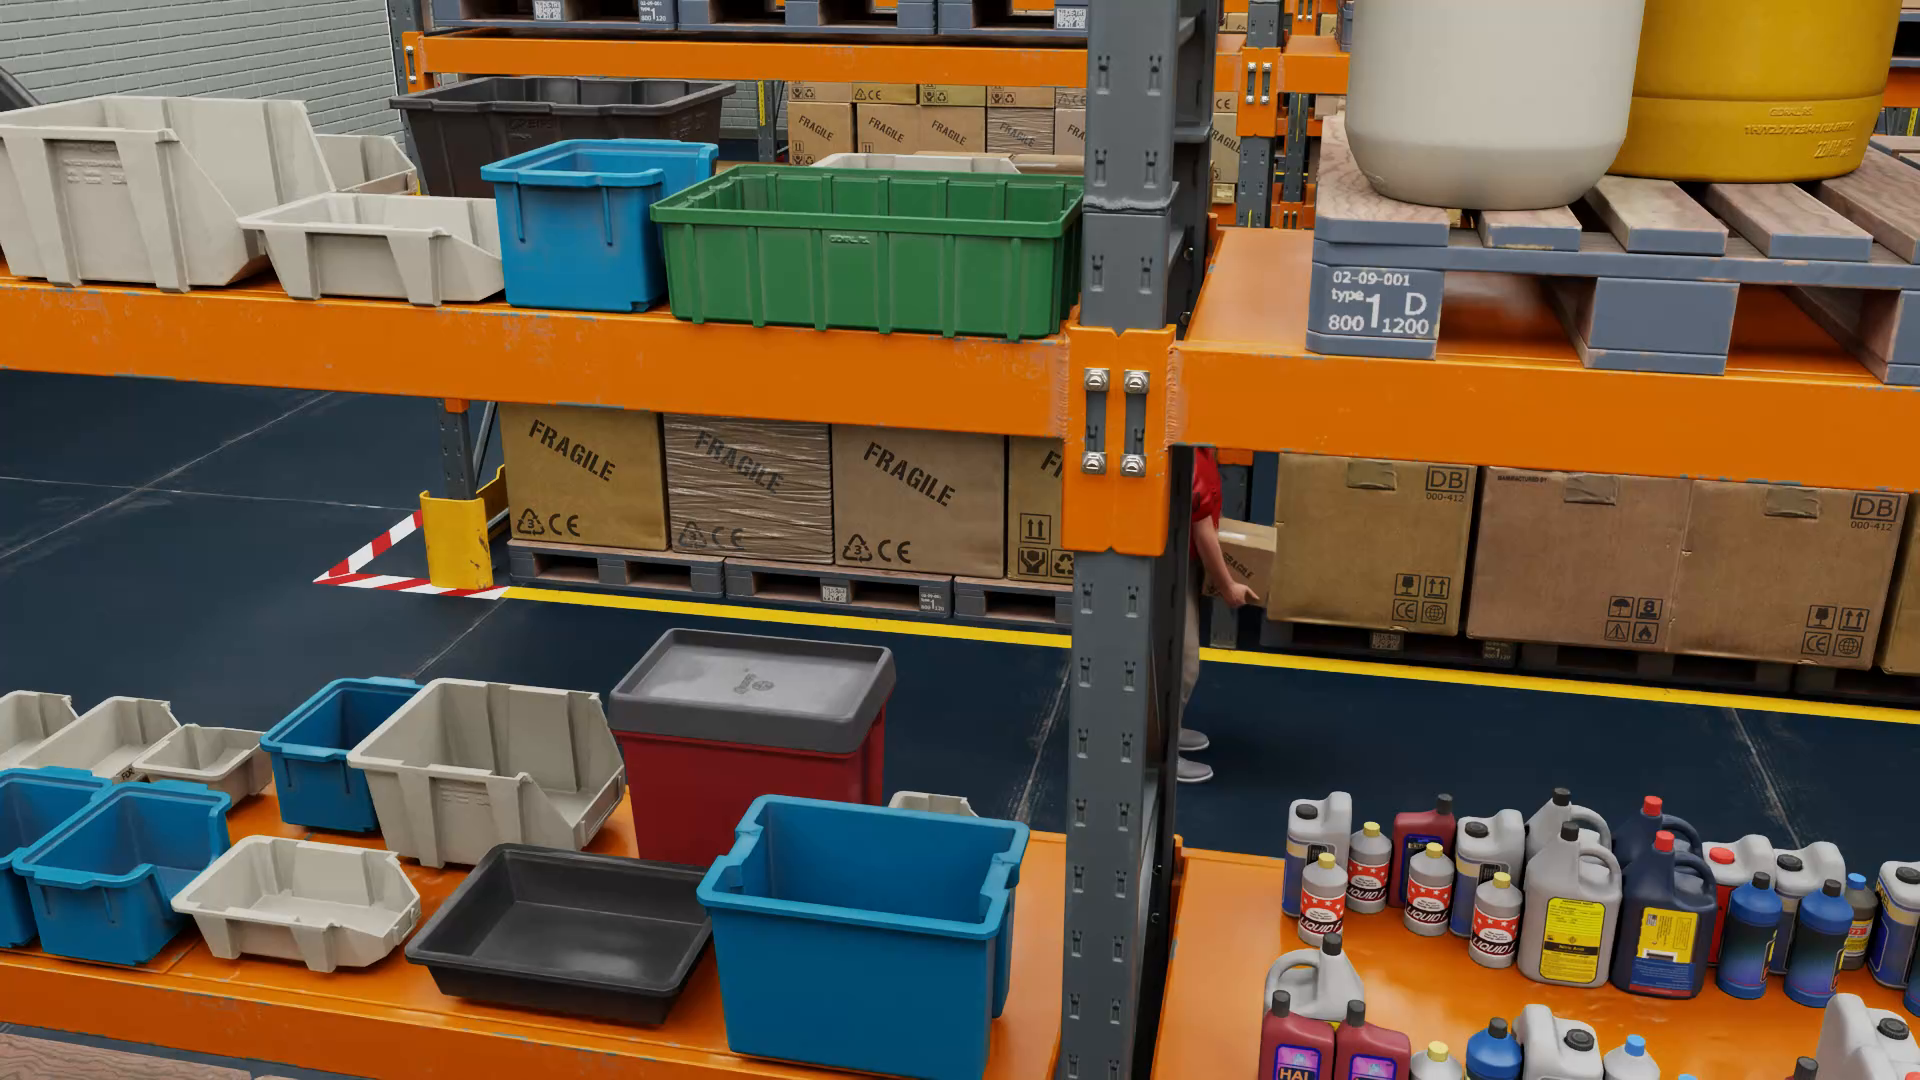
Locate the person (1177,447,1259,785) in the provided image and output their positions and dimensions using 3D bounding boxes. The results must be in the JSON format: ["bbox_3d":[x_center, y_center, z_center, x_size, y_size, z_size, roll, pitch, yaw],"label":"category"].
[{"bbox_3d":[0.939,0.141,6.777,0.561,1.716,0.487,4,22,10],"label":"person"}]
